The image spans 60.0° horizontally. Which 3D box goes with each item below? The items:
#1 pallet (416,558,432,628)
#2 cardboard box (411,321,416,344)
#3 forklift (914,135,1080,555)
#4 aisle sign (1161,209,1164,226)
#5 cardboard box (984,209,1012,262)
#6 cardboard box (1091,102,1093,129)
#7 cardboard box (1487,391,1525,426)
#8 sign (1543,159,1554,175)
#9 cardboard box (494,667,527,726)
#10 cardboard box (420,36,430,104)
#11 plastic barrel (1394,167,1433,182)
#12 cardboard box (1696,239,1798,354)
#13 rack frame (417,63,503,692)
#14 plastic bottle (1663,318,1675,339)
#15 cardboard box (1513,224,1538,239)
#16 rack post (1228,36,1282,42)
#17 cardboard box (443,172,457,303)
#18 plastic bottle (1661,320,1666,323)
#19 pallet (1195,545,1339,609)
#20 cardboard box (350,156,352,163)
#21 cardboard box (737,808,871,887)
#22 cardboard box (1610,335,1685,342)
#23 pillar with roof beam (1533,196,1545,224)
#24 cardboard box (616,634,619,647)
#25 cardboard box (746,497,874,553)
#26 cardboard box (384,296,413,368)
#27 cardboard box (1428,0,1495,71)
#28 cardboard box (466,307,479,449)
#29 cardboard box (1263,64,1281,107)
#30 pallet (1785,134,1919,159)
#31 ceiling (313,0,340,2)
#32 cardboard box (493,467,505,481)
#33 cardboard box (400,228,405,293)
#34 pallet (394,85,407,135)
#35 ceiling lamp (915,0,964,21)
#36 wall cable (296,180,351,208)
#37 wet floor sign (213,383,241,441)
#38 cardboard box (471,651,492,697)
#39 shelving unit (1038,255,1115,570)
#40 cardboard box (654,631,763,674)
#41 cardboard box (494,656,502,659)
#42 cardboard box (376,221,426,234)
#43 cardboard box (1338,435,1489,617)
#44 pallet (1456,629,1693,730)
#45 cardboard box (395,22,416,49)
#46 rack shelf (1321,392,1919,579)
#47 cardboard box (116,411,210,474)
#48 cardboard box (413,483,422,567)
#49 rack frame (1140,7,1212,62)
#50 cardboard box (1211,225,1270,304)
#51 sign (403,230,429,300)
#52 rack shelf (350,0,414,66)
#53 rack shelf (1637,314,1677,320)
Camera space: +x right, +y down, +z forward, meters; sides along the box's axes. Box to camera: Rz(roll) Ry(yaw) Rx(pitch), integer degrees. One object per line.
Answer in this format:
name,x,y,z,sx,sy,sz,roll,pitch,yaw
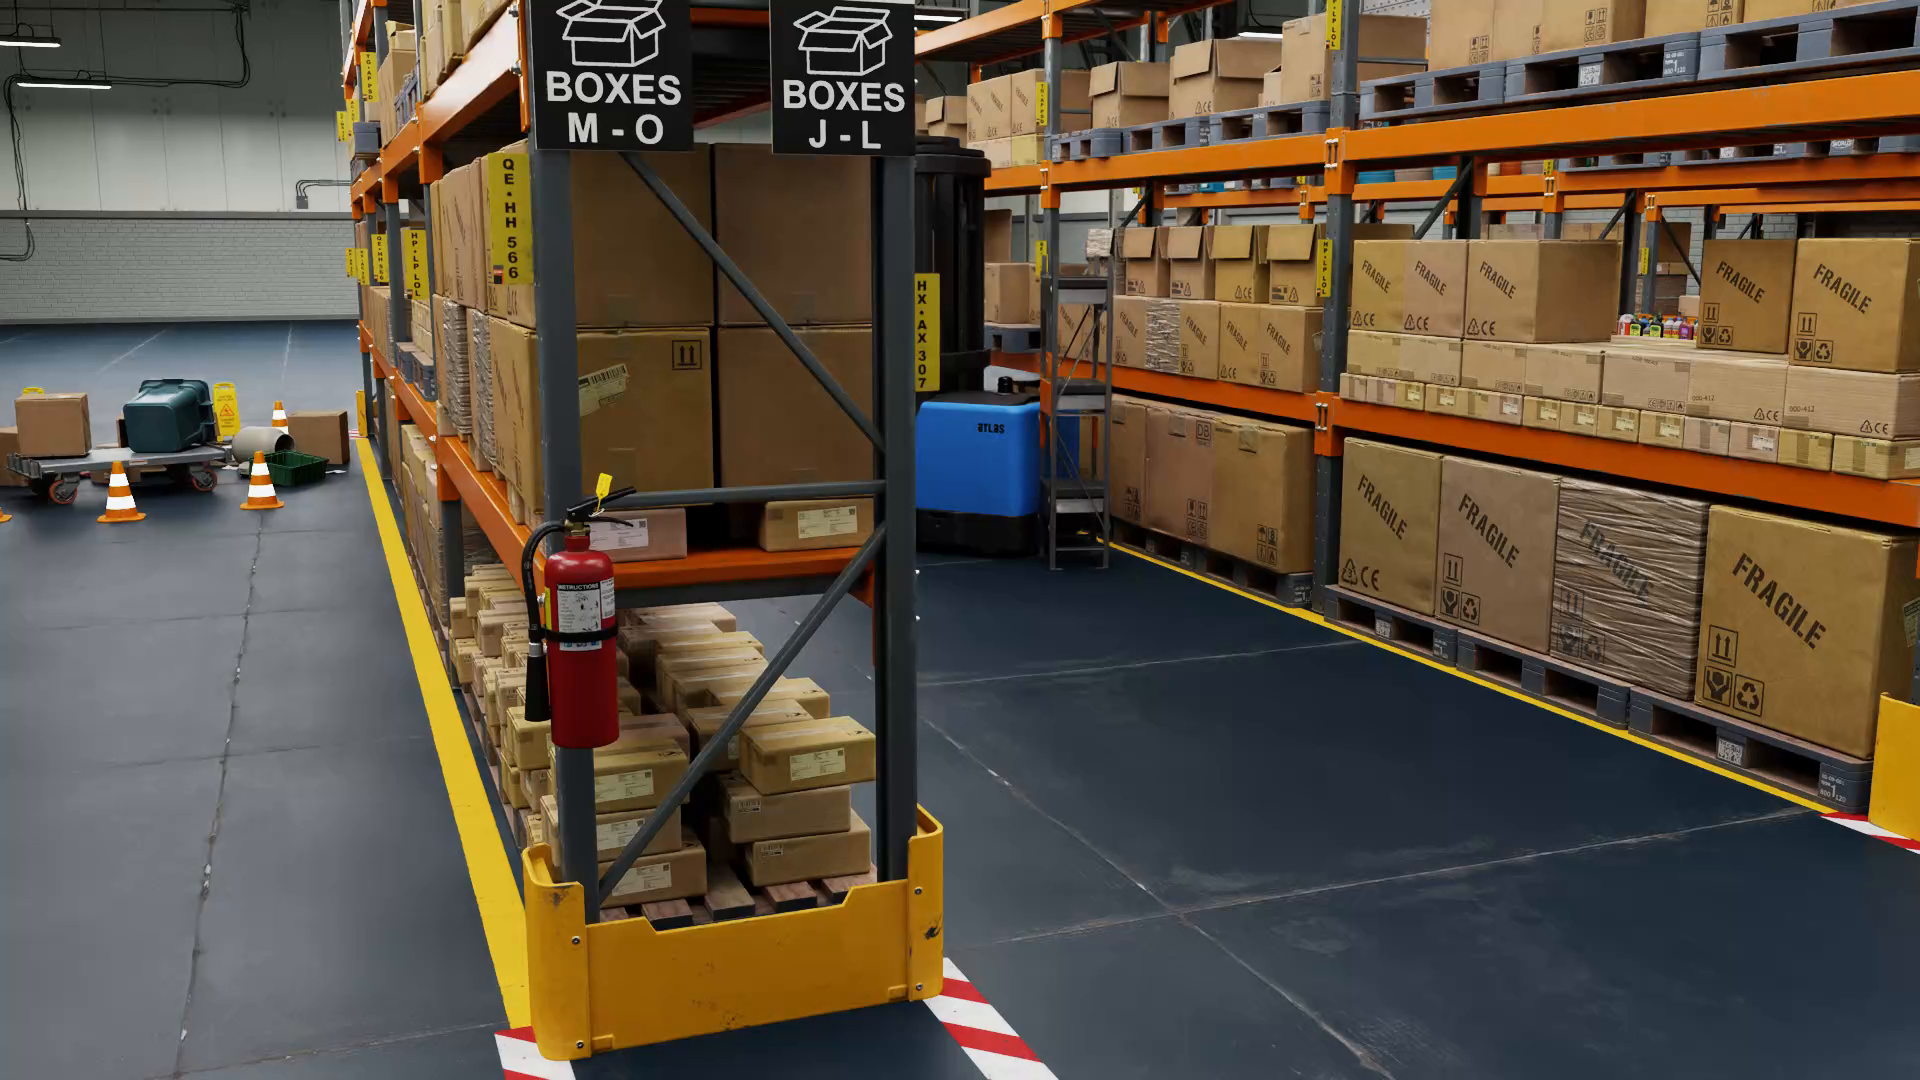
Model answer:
pallet,-2.789,0.277,10.260,1.003,0.211,1.213,-4,11,-21
cardboard box,-3.535,-1.420,11.354,0.380,0.149,0.250,-4,11,-22
forklift,-0.636,-1.505,12.512,3.031,2.935,1.130,6,12,30
aisle sign,2.569,-4.614,22.370,0.394,0.787,0.004,-4,11,-21
cardboard box,-0.142,-2.737,16.330,1.000,1.000,1.000,-4,11,-21
cardboard box,1.220,-3.586,13.736,0.500,0.500,0.500,-4,11,-20
cardboard box,2.867,-0.663,8.300,0.380,0.149,0.250,-4,11,-20
sign,5.257,-3.424,14.839,0.100,0.325,0.005,-4,11,-21
cardboard box,-1.472,0.552,5.997,0.380,0.149,0.250,-3,11,-19
cardboard box,-2.138,-2.080,7.412,0.500,0.250,0.500,-3,11,-18
plastic barrel,4.941,-4.235,17.670,0.600,0.901,0.600,0,10,0
cardboard box,3.753,-1.118,7.577,0.500,0.500,0.500,-4,11,-22
rack frame,-2.059,-0.769,8.181,1.000,3.000,0.127,-4,11,-21
plastic bottle,5.938,-1.725,13.919,0.097,0.271,0.097,0,10,0
cardboard box,8.041,-4.089,22.853,0.700,0.500,0.500,-4,11,-21
rack post,3.599,-5.943,20.351,0.937,0.300,0.954,-4,11,-22
cardboard box,-1.767,-1.200,6.614,0.500,0.500,0.500,-4,11,-20
plastic bottle,6.336,-1.878,14.981,0.097,0.201,0.097,0,10,0
pallet,2.250,0.184,10.783,1.003,0.211,1.213,-4,11,-21
cardboard box,-6.490,-4.219,18.243,0.380,0.149,0.250,-4,11,-20
cardboard box,-0.501,0.974,5.318,0.380,0.149,0.250,-4,11,-20
cardboard box,3.380,-0.917,8.591,0.500,0.250,0.500,-4,11,-20
pillar with roof beam,6.975,-7.570,29.282,9.100,9.000,0.548,-4,11,-21
cardboard box,-1.316,0.486,7.216,0.380,0.149,0.250,-4,11,-20
cardboard box,-0.422,-0.067,4.946,0.380,0.149,0.250,-4,11,-21
cardboard box,-3.922,-1.528,12.160,0.500,0.500,0.500,-4,11,-21
cardboard box,2.940,-2.726,8.844,0.700,0.500,0.500,-5,11,-24
cardboard box,-1.558,-0.618,6.194,0.500,0.500,0.500,-3,11,-18
cardboard box,2.286,-2.892,10.605,0.500,0.311,0.500,-4,11,-23
pallet,6.841,-2.888,12.063,1.213,0.211,1.003,-4,11,-21
ceiling,-15.587,-14.972,45.199,6.000,0.001,6.000,-4,11,-21
cardboard box,-1.599,-0.326,6.406,0.380,0.149,0.250,-3,11,-19
cardboard box,-4.035,-2.204,13.104,0.700,0.500,0.500,-4,11,-22
pallet,-2.563,-2.430,9.490,1.213,0.211,1.003,-4,11,-21
ceiling lamp,-1.012,-10.177,27.272,2.000,3.185,0.800,-4,11,-21
wall cable,-18.050,-12.601,47.852,2.305,6.003,0.169,-4,11,-21
wet floor sign,-8.264,-1.448,18.719,0.267,0.644,0.232,-6,12,-31
cardboard box,-1.992,0.588,7.491,0.380,0.149,0.250,-4,11,-21
shelving unit,0.784,-0.876,11.348,0.431,2.100,0.503,-1,10,-6
cardboard box,-0.979,0.467,6.474,0.380,0.149,0.250,-4,11,-20
cardboard box,-1.756,0.524,7.000,0.380,0.149,0.250,-3,11,-18
cardboard box,-5.060,-2.743,15.765,0.875,0.550,0.550,-4,11,-21
cardboard box,2.765,-0.116,9.373,0.875,0.875,0.875,-4,11,-21
pallet,3.249,0.634,8.255,1.003,0.211,1.213,-4,11,-21
cardboard box,-3.303,-3.118,10.350,0.396,0.266,0.258,-4,11,-21
rack shelf,3.325,-0.387,8.085,1.077,0.370,4.000,-4,11,-21
cardboard box,-7.642,-0.957,15.977,0.797,0.637,0.503,-4,11,-21
cardboard box,-3.115,-0.101,10.364,0.500,0.500,0.500,-4,11,-22
rack frame,2.868,-6.294,22.111,1.000,3.000,0.127,-4,11,-21
cardboard box,2.123,-1.827,10.978,0.797,0.503,0.637,-4,11,-20
sign,-2.575,-1.304,7.878,0.100,0.325,0.005,-4,11,-21
rack shelf,-4.234,-4.151,13.259,1.077,0.370,4.000,-4,11,-21
rack shelf,8.211,-2.974,22.628,1.077,0.370,4.000,-4,11,-21
